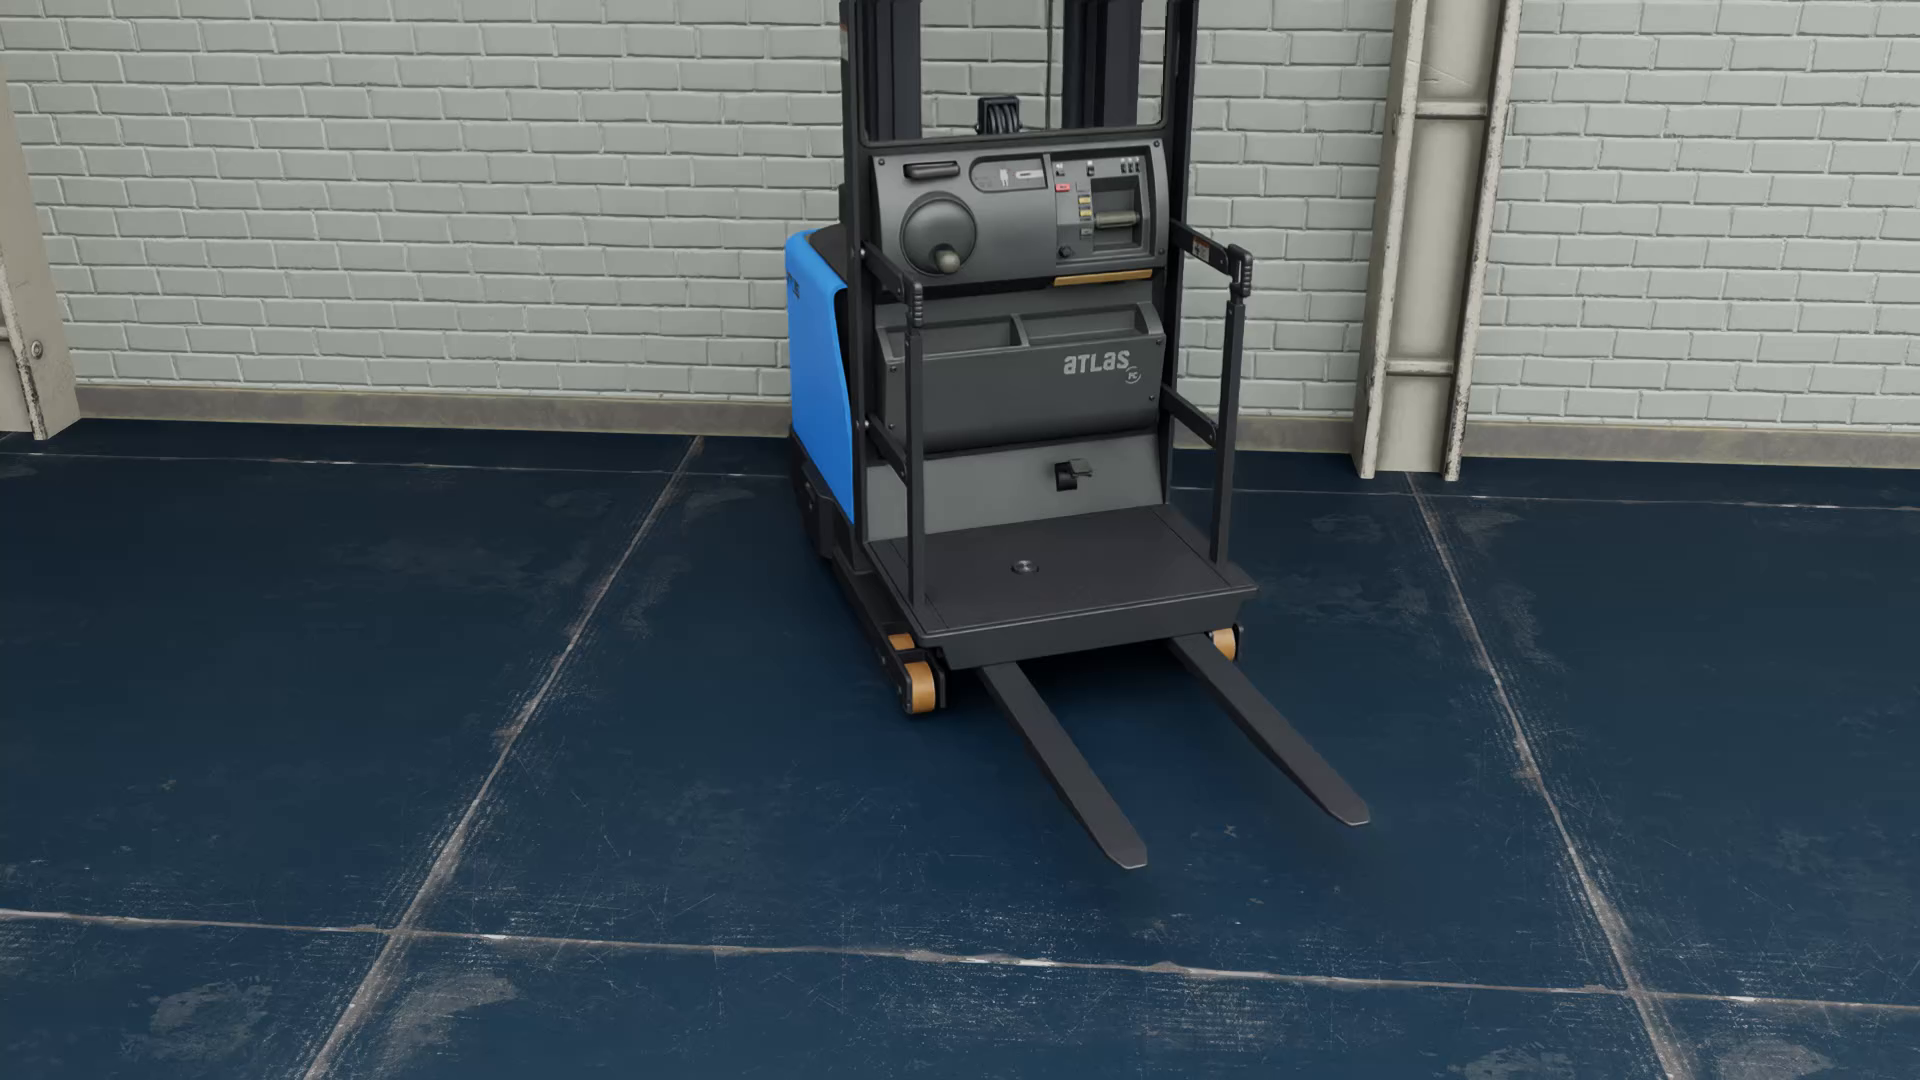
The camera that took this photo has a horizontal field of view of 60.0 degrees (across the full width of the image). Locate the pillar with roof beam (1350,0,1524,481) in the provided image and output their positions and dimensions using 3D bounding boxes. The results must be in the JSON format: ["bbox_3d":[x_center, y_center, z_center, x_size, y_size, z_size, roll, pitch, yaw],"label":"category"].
[{"bbox_3d":[1.515,-2.605,1.146,0.400,9.000,9.100,2,25,4],"label":"pillar with roof beam"}]

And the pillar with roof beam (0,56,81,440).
[{"bbox_3d":[-4.467,-2.797,1.563,0.400,9.000,9.100,2,25,4],"label":"pillar with roof beam"}]

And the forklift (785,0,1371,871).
[{"bbox_3d":[0.262,-0.983,4.880,1.130,2.935,3.031,-7,26,-16],"label":"forklift"}]
